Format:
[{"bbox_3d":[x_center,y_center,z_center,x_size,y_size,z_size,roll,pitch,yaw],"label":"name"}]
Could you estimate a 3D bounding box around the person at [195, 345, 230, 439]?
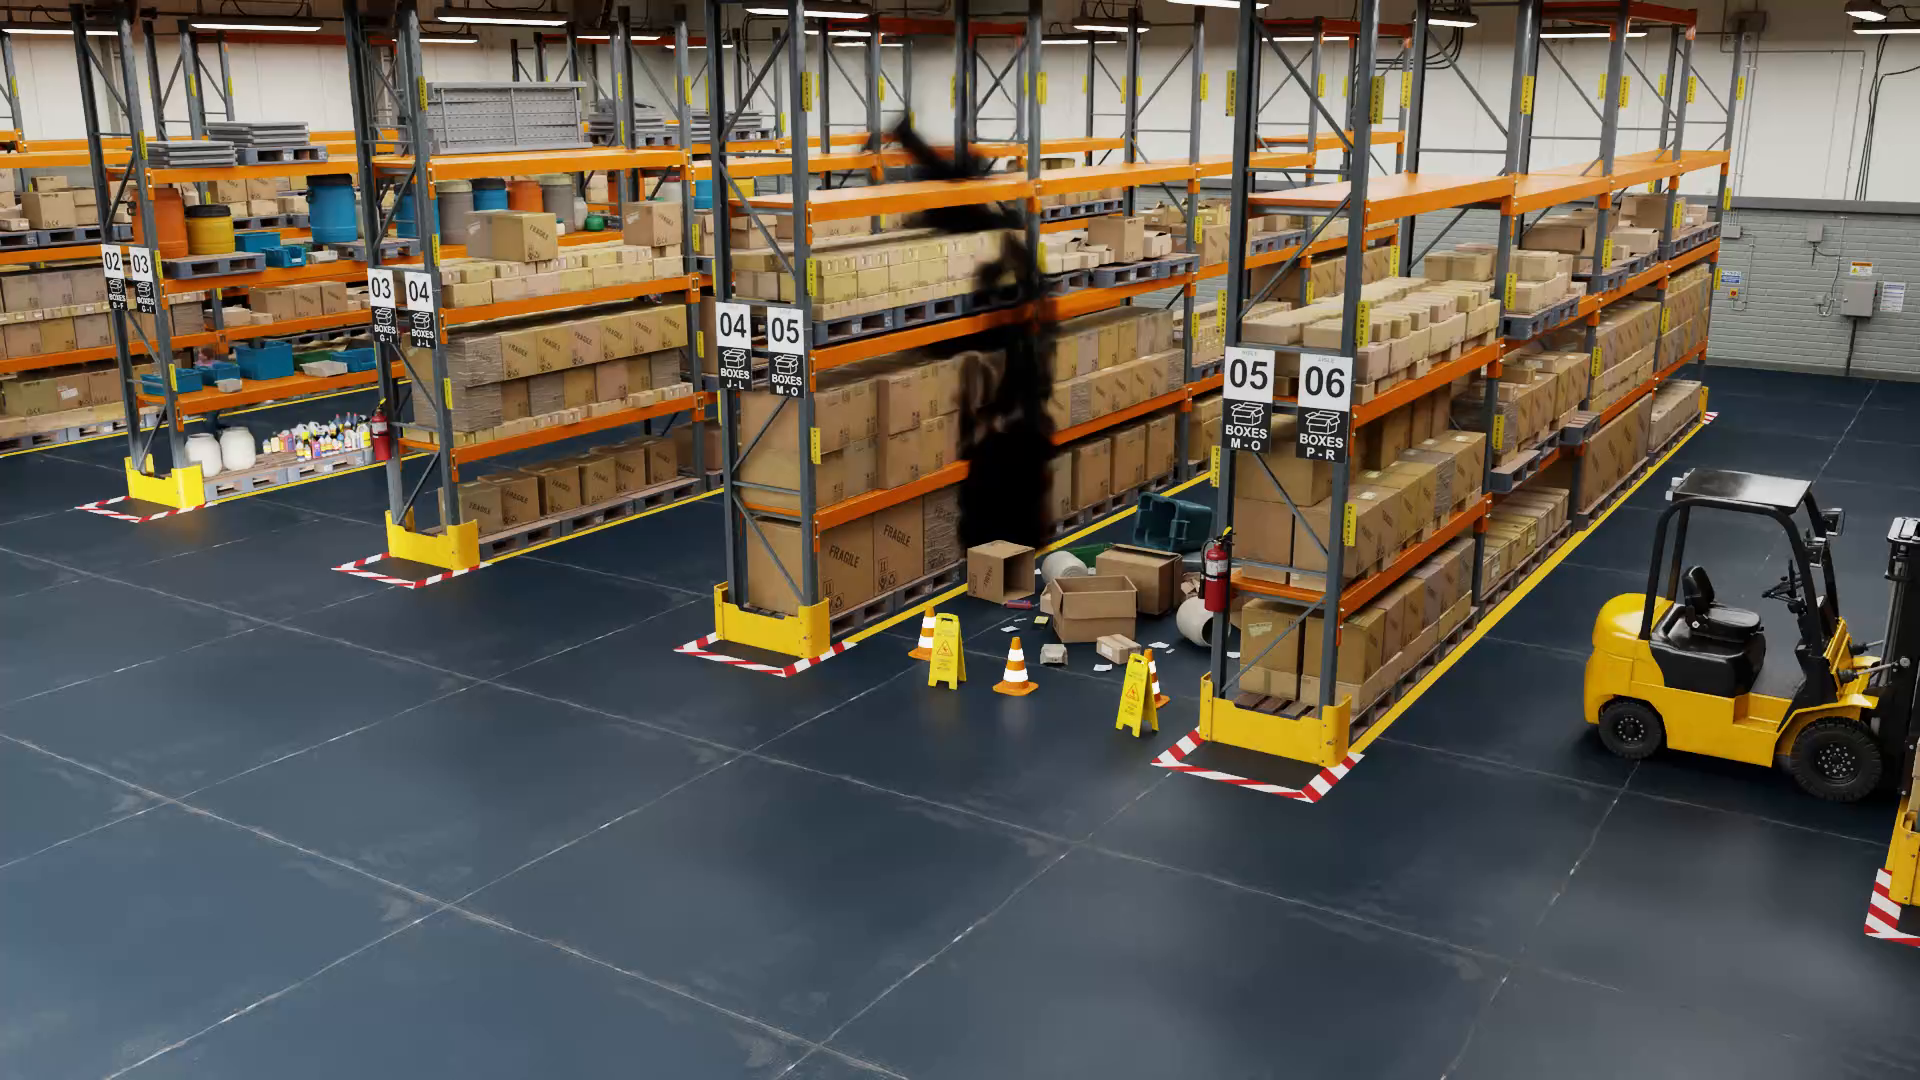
[{"bbox_3d":[-10.361,-1.912,23.038,0.537,1.596,0.878,6,17,21],"label":"person"}]
